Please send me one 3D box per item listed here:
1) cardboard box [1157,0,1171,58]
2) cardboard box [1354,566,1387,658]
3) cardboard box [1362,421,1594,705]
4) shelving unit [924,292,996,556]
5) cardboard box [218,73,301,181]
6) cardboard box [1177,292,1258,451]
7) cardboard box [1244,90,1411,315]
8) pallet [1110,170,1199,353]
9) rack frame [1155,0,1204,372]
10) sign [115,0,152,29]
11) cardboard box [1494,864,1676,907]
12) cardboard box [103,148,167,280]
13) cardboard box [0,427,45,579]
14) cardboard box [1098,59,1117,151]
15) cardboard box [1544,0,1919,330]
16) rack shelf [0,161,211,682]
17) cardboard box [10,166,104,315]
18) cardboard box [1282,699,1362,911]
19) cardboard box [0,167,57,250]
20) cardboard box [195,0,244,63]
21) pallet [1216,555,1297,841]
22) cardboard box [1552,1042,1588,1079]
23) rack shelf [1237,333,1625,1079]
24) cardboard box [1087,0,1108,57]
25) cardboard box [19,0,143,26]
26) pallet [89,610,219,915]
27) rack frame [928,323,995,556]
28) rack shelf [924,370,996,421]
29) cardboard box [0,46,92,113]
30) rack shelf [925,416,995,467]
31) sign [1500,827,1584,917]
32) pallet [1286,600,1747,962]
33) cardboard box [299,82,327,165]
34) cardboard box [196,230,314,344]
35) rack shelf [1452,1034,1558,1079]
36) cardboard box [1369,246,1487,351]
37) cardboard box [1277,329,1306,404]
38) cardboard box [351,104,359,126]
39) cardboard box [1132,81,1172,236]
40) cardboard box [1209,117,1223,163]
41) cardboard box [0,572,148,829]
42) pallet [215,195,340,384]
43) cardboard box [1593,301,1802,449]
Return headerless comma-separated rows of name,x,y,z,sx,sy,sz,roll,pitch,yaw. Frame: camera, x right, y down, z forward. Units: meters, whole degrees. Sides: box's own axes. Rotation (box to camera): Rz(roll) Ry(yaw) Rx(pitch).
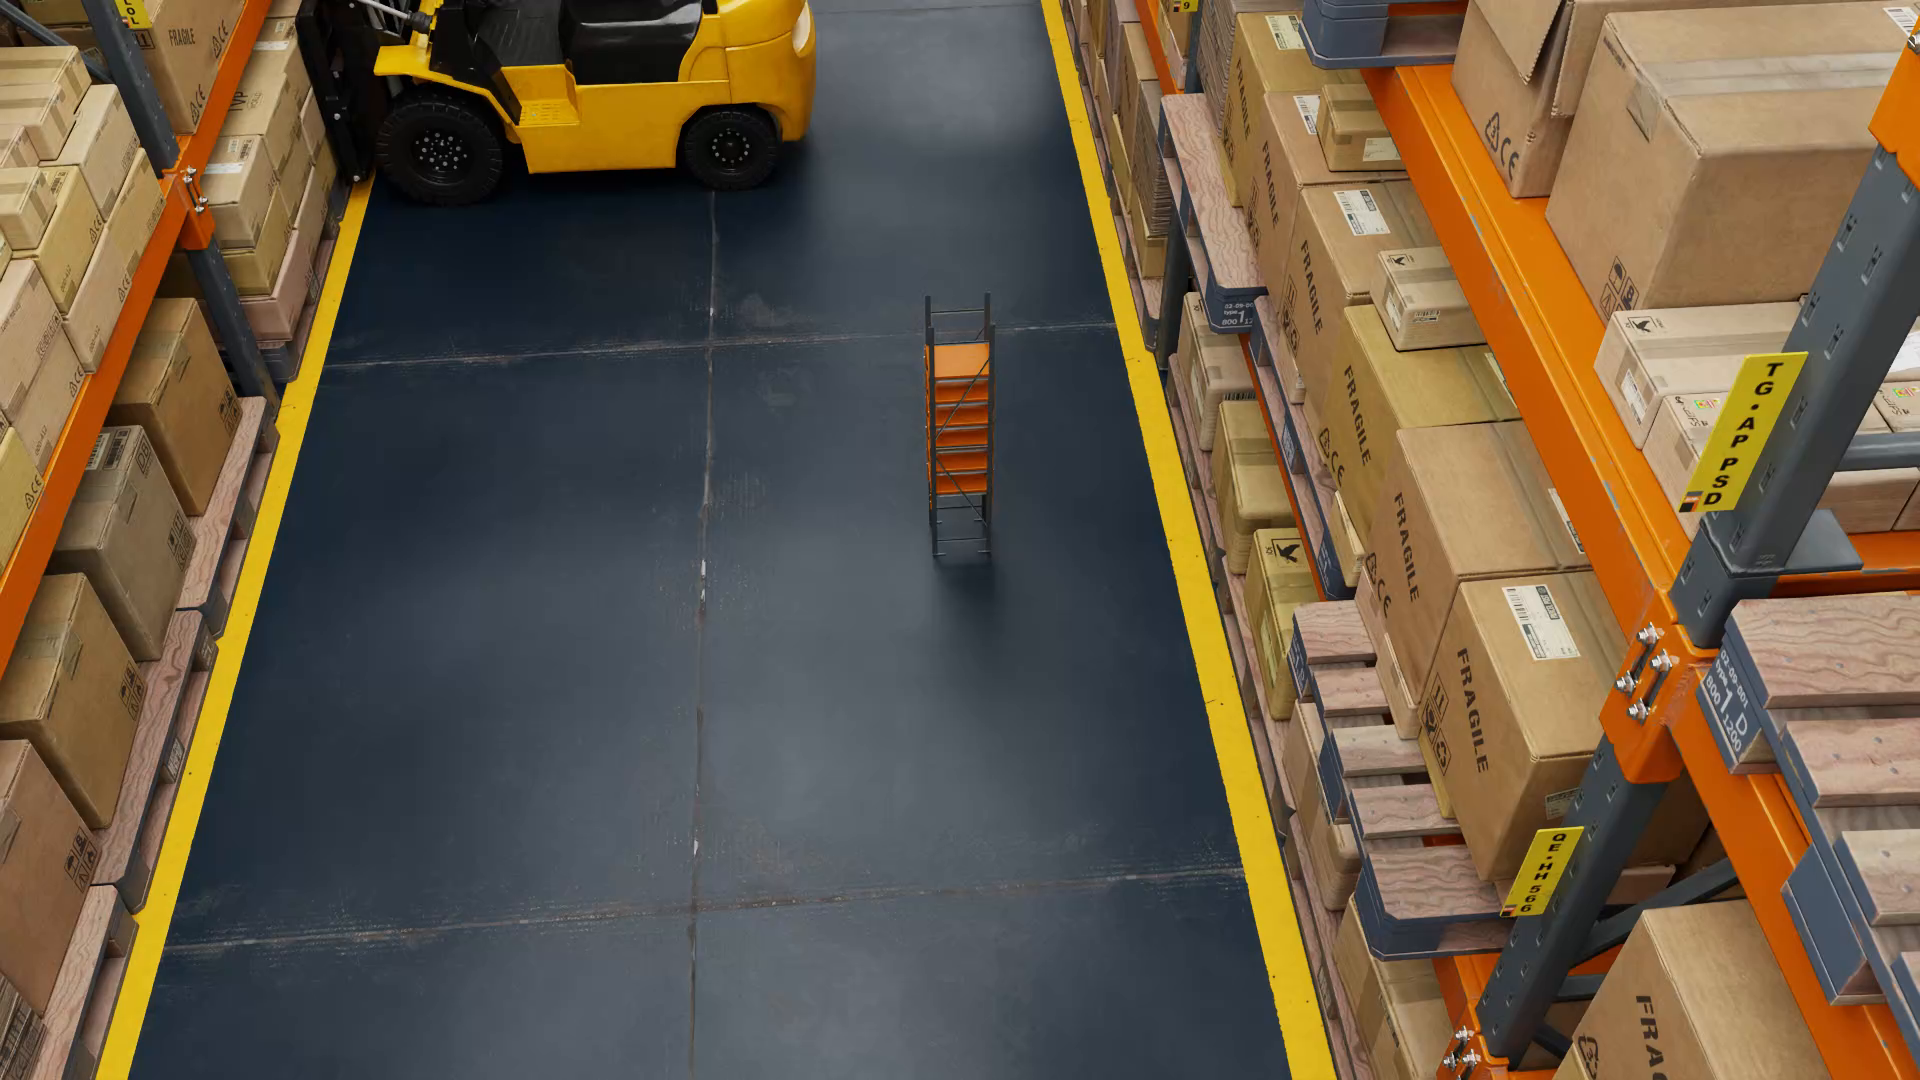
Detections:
cardboard box,1.046,-2.184,7.062,0.380,0.149,0.250,-3,47,-2
cardboard box,1.304,0.185,4.529,0.380,0.149,0.250,-5,47,-5
cardboard box,1.370,0.052,4.209,0.500,0.500,0.500,-4,47,-4
shelving unit,-0.001,-0.423,6.461,0.258,1.200,0.189,-3,47,-3
cardboard box,-3.302,-1.854,7.492,0.500,0.250,0.500,-3,47,-3
cardboard box,1.451,-0.737,7.040,0.950,0.372,0.625,-3,47,-3
cardboard box,1.228,-1.080,5.280,0.500,0.500,0.500,-4,47,-4
pallet,1.313,-1.401,8.068,1.003,0.211,1.213,-3,47,-3
rack frame,1.405,-1.876,6.597,1.000,3.000,0.127,-3,47,-3
sign,-3.001,-1.983,5.955,0.100,0.325,0.005,-3,47,-3
cardboard box,1.478,0.737,4.006,0.380,0.149,0.250,-2,47,-2
cardboard box,-3.238,-1.171,6.033,0.500,0.250,0.500,-3,47,-2
cardboard box,-3.129,-0.074,4.994,0.500,0.250,0.500,-2,47,-2
cardboard box,0.995,-2.239,8.546,0.500,0.250,0.500,-3,47,-3
cardboard box,1.670,-0.734,3.381,0.700,0.500,0.500,-3,47,-3
rack shelf,-3.374,0.123,5.200,1.077,0.370,4.000,-3,47,-3
cardboard box,-3.195,-0.980,5.508,0.500,0.250,0.500,-5,47,-4
cardboard box,1.632,0.834,5.551,0.950,0.372,0.625,-4,47,-4
cardboard box,-3.130,-1.047,5.297,0.380,0.149,0.250,-5,47,-5
cardboard box,-3.378,-2.319,6.948,0.500,0.500,0.500,-3,47,-3
pallet,1.577,0.531,6.238,1.003,0.211,1.213,-3,47,-3
cardboard box,1.536,1.279,3.368,0.500,0.250,0.500,-4,47,-4
rack shelf,1.572,-0.182,5.488,1.077,0.370,4.000,-3,47,-3
cardboard box,0.946,-2.868,8.625,0.500,0.500,0.500,-3,47,-3
cardboard box,-3.306,-2.076,6.271,0.380,0.149,0.250,-4,47,-4
pallet,-3.335,0.803,5.981,1.003,0.211,1.213,-3,47,-3
rack frame,0.006,-0.357,6.398,0.240,1.200,0.006,-3,47,-3
rack shelf,-0.001,-0.558,6.319,0.258,0.103,0.180,-3,47,-3
cardboard box,-3.291,-1.595,5.816,0.380,0.149,0.250,-2,47,-2
rack shelf,-0.001,-0.392,6.493,0.258,0.103,0.180,-3,47,-3
sign,1.200,0.687,3.427,0.100,0.325,0.005,-3,47,-3
pallet,1.574,0.575,4.408,1.213,0.211,1.003,-3,47,-3
cardboard box,-3.349,-2.040,8.013,0.500,0.250,0.500,-4,47,-4
cardboard box,-3.252,-1.141,7.505,0.500,0.250,0.500,-3,47,-3
rack shelf,1.907,2.712,2.747,1.077,0.370,4.000,-3,47,-3
cardboard box,1.321,-0.653,4.429,0.380,0.149,0.250,-6,47,-5
cardboard box,1.217,-0.570,5.244,0.380,0.149,0.250,-2,47,-2
cardboard box,-3.391,-2.246,8.553,0.500,0.250,0.500,-2,47,-2
cardboard box,1.088,-1.744,7.561,0.500,0.500,0.500,-4,47,-4
cardboard box,1.136,-1.515,6.139,0.380,0.149,0.250,-3,47,-3
cardboard box,-3.364,0.583,5.615,0.875,0.625,0.625,-5,47,-5
pallet,-3.566,-1.191,7.869,1.003,0.211,1.213,-3,47,-3
cardboard box,1.475,-0.322,3.232,0.380,0.149,0.250,-3,47,-3
